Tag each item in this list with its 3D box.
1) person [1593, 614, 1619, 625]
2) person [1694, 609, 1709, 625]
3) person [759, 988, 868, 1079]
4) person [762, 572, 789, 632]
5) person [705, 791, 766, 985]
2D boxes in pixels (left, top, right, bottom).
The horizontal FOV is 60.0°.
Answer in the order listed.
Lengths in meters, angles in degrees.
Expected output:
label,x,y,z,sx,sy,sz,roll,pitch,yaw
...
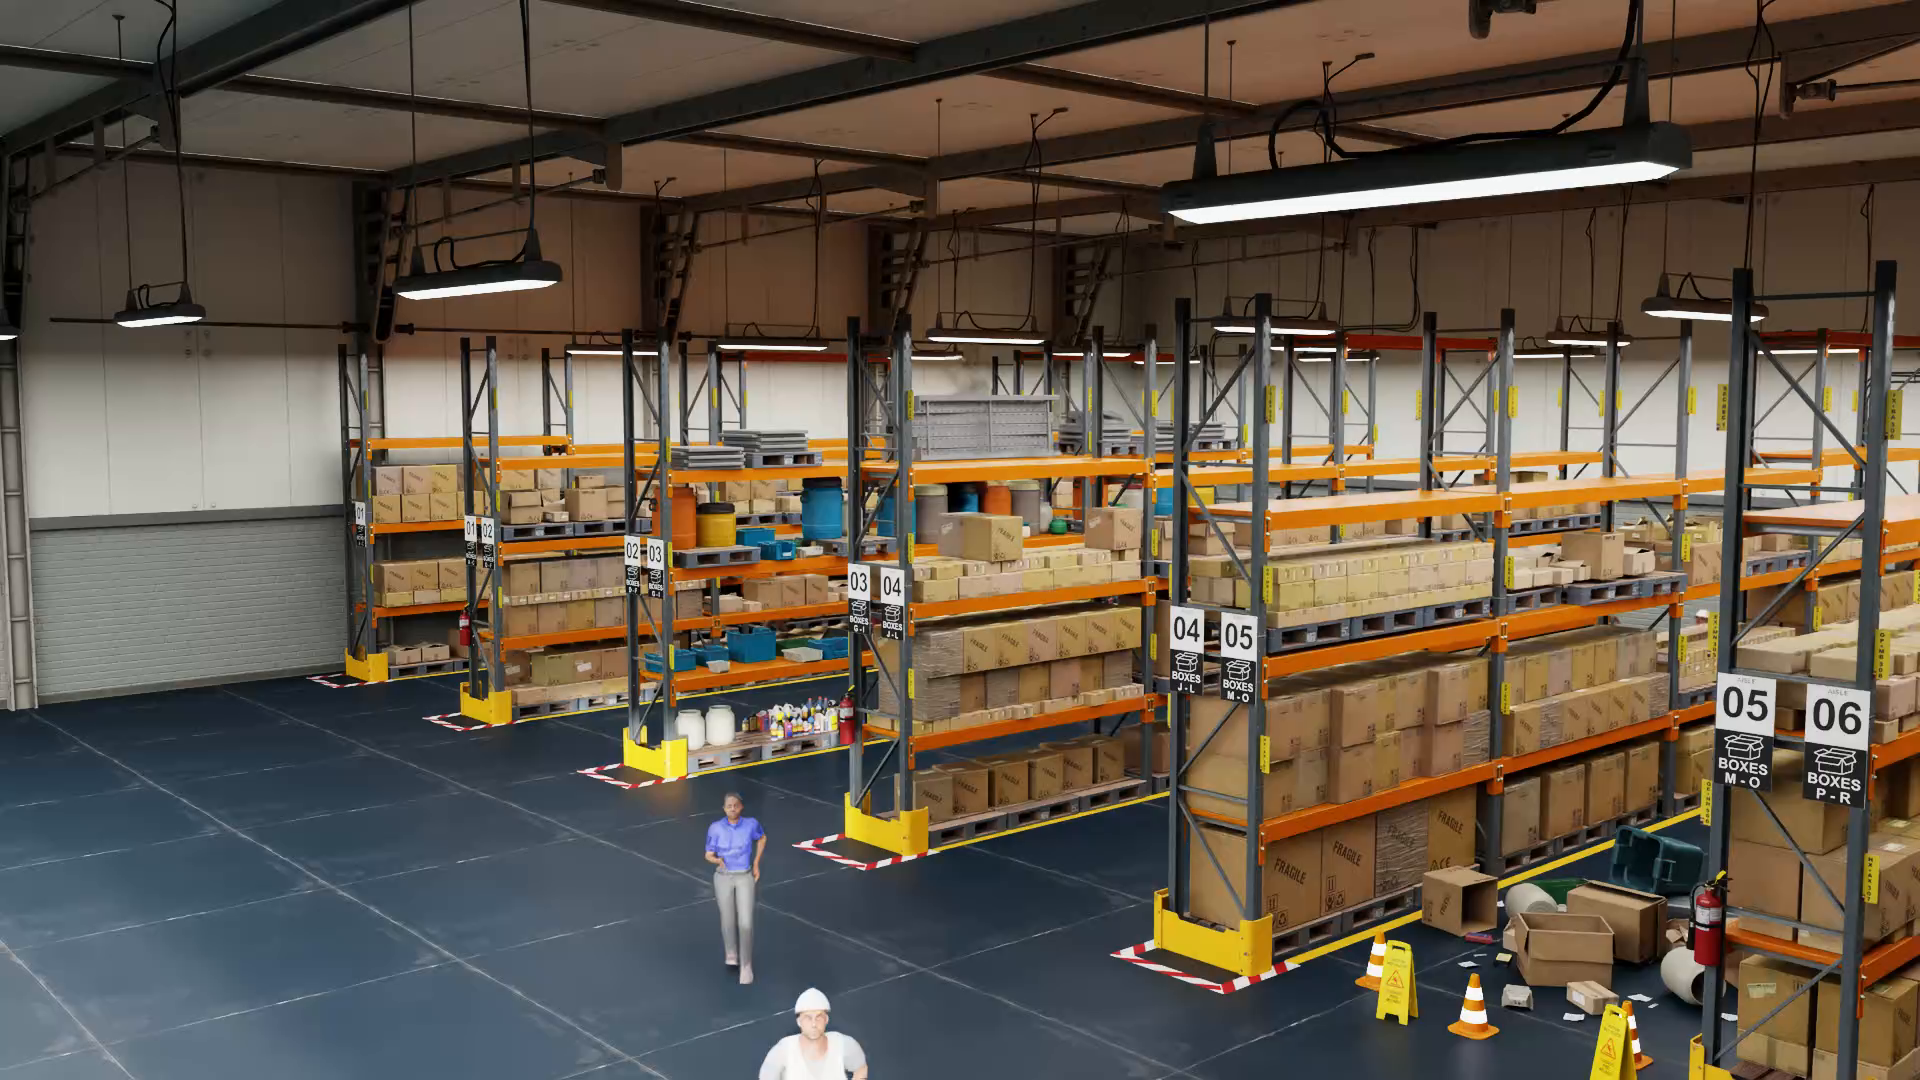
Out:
label,x,y,z,sx,sy,sz,roll,pitch,yaw
person,11.748,1.568,30.537,0.704,1.719,0.574,-3,6,-33
person,11.515,1.983,25.772,0.735,1.824,0.630,-4,6,-34
person,-0.840,3.437,9.526,0.638,1.772,0.842,-1,5,-10
person,-3.633,1.386,32.626,0.574,1.655,0.969,4,6,36
person,-1.975,3.044,14.628,0.523,1.695,0.765,0,5,-4
